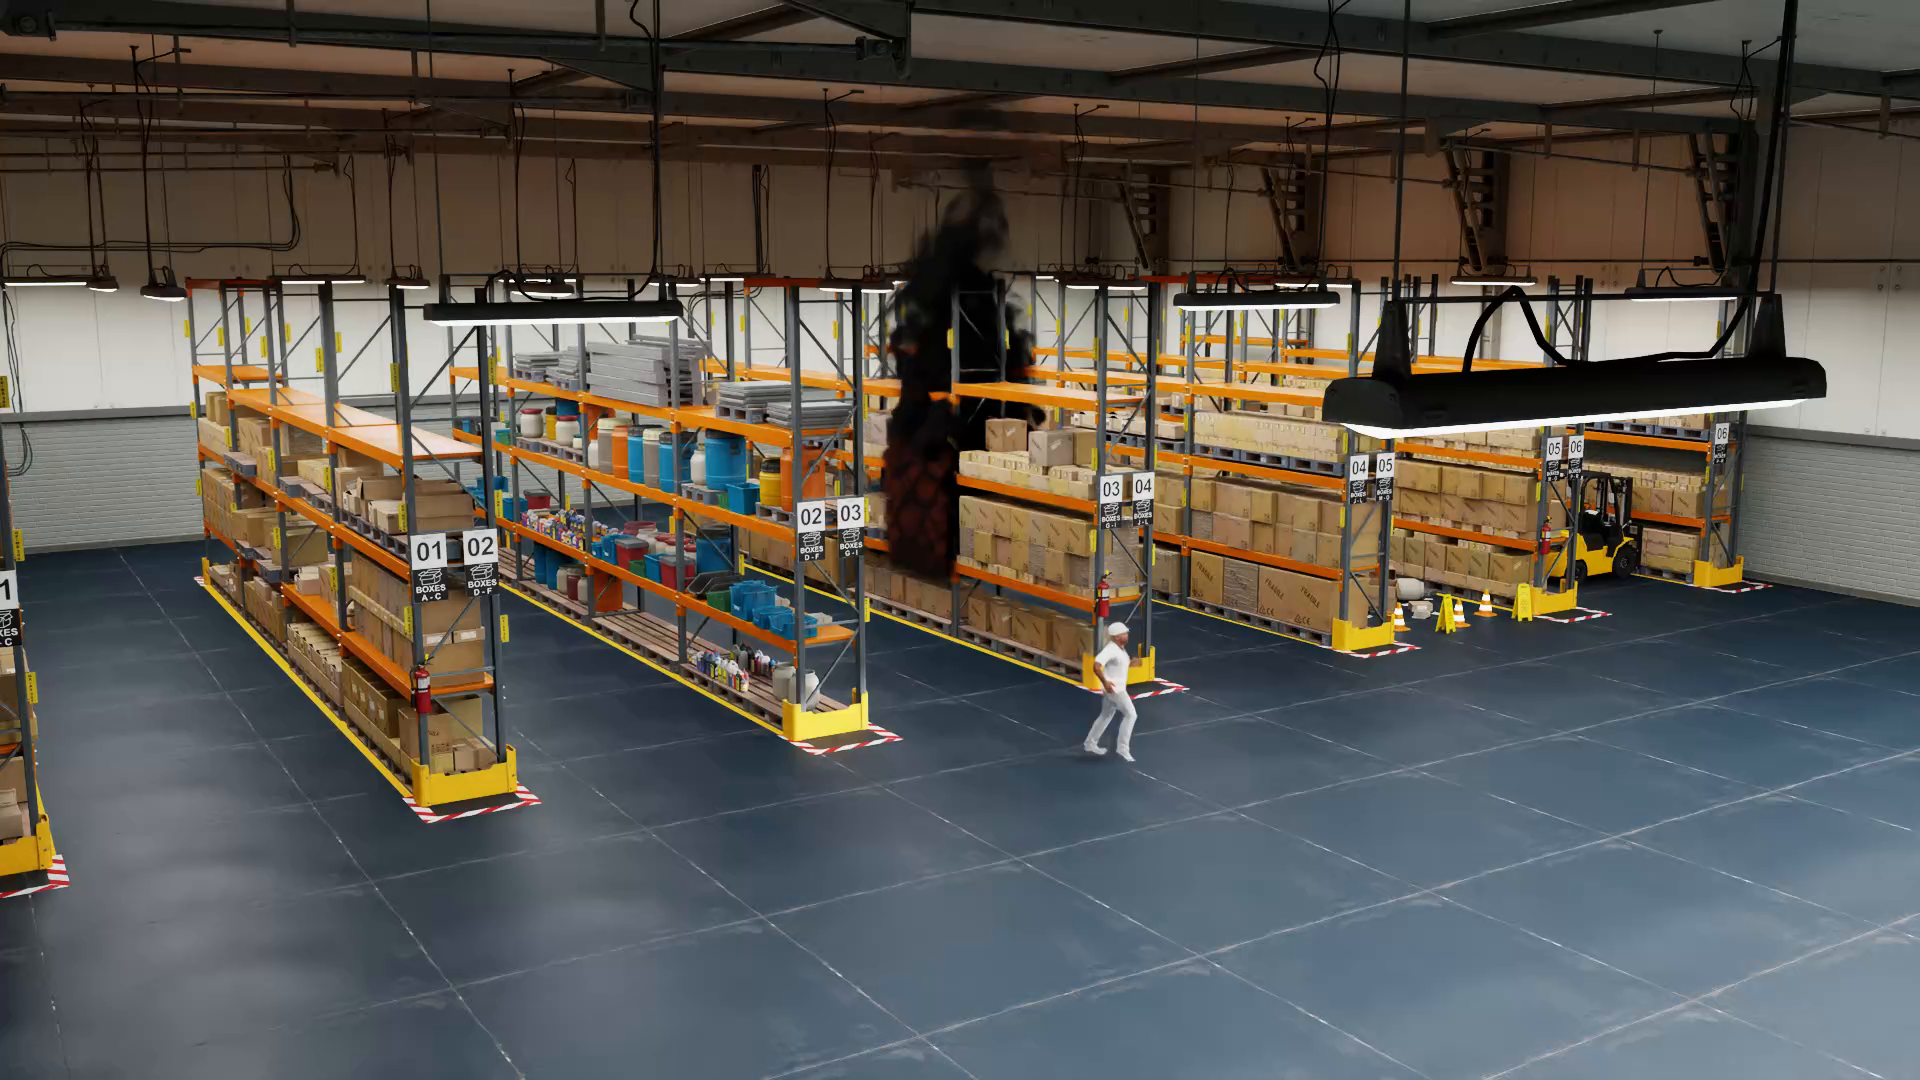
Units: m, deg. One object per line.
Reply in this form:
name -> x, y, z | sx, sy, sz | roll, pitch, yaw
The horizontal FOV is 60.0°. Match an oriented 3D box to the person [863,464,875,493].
person -> -2.318, -1.469, 41.827 | 0.884, 1.728, 0.589 | -9, 13, -42

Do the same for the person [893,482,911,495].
person -> -1.450, -1.550, 42.037 | 0.512, 1.729, 0.736 | 4, 11, 25

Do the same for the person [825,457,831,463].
person -> -3.306, -1.216, 40.210 | 0.610, 1.682, 0.868 | 3, 10, 16

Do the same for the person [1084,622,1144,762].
person -> 1.969, 1.944, 21.260 | 0.766, 1.835, 0.661 | 0, 10, 0
